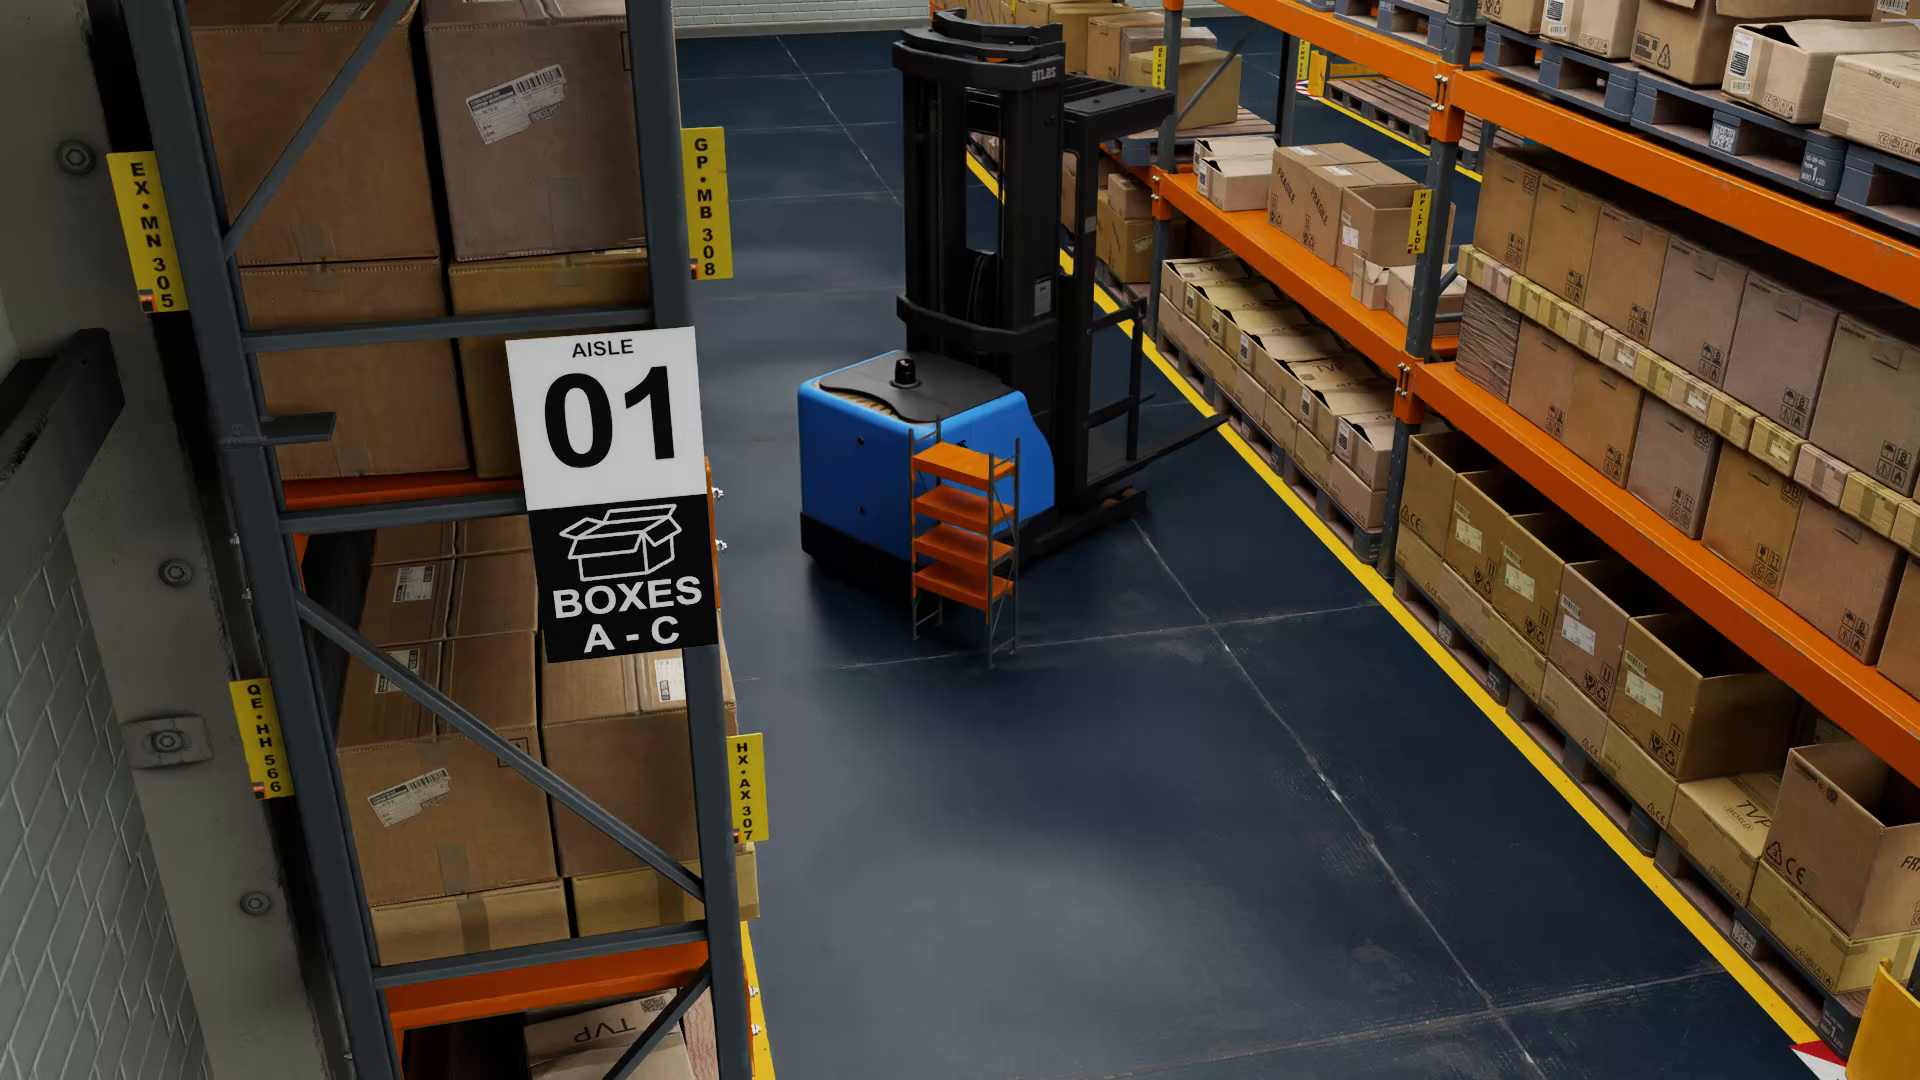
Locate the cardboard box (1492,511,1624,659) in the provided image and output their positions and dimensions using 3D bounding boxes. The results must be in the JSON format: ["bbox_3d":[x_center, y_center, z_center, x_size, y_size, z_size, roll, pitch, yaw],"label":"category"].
[{"bbox_3d":[2.878,0.192,7.793,0.500,0.500,0.500,-6,27,-12],"label":"cardboard box"}]

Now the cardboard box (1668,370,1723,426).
[{"bbox_3d":[3.131,-0.595,6.768,0.380,0.149,0.250,-6,27,-12],"label":"cardboard box"}]

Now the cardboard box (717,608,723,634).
[{"bbox_3d":[-0.987,0.339,5.062,0.500,0.500,0.500,-6,27,-11],"label":"cardboard box"}]

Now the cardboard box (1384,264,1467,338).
[{"bbox_3d":[2.700,-1.332,9.227,0.500,0.250,0.500,-4,27,-8],"label":"cardboard box"}]

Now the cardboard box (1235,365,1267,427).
[{"bbox_3d":[2.136,-0.970,10.929,0.500,0.250,0.500,-5,27,-11],"label":"cardboard box"}]

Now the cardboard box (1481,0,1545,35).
[{"bbox_3d":[2.710,-2.573,7.458,0.500,0.500,0.500,-4,27,-7],"label":"cardboard box"}]

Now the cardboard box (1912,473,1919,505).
[{"bbox_3d":[3.650,-0.285,5.434,0.700,0.500,0.500,-6,27,-11],"label":"cardboard box"}]

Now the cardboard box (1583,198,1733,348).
[{"bbox_3d":[3.187,-1.175,7.199,0.700,0.500,0.500,-6,27,-12],"label":"cardboard box"}]

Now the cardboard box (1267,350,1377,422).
[{"bbox_3d":[2.249,-0.993,10.352,0.500,0.311,0.500,-6,27,-12],"label":"cardboard box"}]

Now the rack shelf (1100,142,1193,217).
[{"bbox_3d":[1.501,-3.500,14.154,1.077,0.370,4.000,-6,27,-12],"label":"rack shelf"}]

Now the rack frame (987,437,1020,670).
[{"bbox_3d":[0.215,0.081,8.258,0.015,1.200,0.240,19,32,33],"label":"rack frame"}]

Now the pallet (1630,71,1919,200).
[{"bbox_3d":[3.342,-1.581,6.322,1.003,0.211,1.213,-6,27,-12],"label":"pallet"}]

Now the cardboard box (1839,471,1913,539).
[{"bbox_3d":[3.365,-0.141,5.869,0.380,0.149,0.250,-6,27,-12],"label":"cardboard box"}]

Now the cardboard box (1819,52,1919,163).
[{"bbox_3d":[3.238,-1.432,5.474,0.500,0.250,0.500,-6,27,-12],"label":"cardboard box"}]

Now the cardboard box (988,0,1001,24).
[{"bbox_3d":[0.570,-5.163,16.540,0.500,0.500,0.500,-5,27,-10],"label":"cardboard box"}]

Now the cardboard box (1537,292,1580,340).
[{"bbox_3d":[2.902,-1.046,7.662,0.380,0.149,0.250,-6,27,-12],"label":"cardboard box"}]

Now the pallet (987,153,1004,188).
[{"bbox_3d":[0.897,-3.756,16.957,1.003,0.211,1.213,-6,27,-12],"label":"pallet"}]

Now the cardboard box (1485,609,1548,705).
[{"bbox_3d":[2.878,0.527,7.962,0.500,0.250,0.500,-6,27,-12],"label":"cardboard box"}]

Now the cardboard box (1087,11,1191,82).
[{"bbox_3d":[1.509,-4.162,14.090,0.700,0.500,0.500,-13,30,-25],"label":"cardboard box"}]

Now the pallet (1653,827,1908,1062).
[{"bbox_3d":[3.542,1.482,6.579,1.003,0.211,1.213,-6,27,-12],"label":"pallet"}]

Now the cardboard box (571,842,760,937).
[{"bbox_3d":[-0.871,0.885,4.812,0.500,0.250,0.500,-7,28,-13],"label":"cardboard box"}]

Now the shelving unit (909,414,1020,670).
[{"bbox_3d":[0.020,0.015,8.389,0.503,1.200,0.258,19,32,33],"label":"shelving unit"}]

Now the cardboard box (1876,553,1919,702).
[{"bbox_3d":[3.662,0.318,5.680,0.700,0.500,0.500,-6,27,-12],"label":"cardboard box"}]

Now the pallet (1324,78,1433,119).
[{"bbox_3d":[5.124,-5.346,20.107,1.003,0.211,1.213,-6,27,-12],"label":"pallet"}]

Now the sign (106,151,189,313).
[{"bbox_3d":[-1.616,-0.613,3.325,0.100,0.325,0.005,-6,27,-12],"label":"sign"}]

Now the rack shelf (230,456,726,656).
[{"bbox_3d":[-1.521,-0.823,5.520,1.077,0.370,4.000,-6,27,-12],"label":"rack shelf"}]

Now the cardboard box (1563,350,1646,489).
[{"bbox_3d":[3.194,-0.586,7.472,0.700,0.500,0.500,-6,27,-11],"label":"cardboard box"}]

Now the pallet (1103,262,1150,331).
[{"bbox_3d":[1.821,-2.030,13.538,1.003,0.211,1.213,-6,27,-12],"label":"pallet"}]

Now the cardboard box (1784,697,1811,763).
[{"bbox_3d":[3.611,0.578,7.028,0.500,0.500,0.500,-6,27,-12],"label":"cardboard box"}]

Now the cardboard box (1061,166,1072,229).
[{"bbox_3d":[1.159,-3.089,14.828,0.500,0.500,0.500,-6,27,-11],"label":"cardboard box"}]

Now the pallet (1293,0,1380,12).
[{"bbox_3d":[2.447,-3.419,10.075,1.003,0.211,1.213,-5,27,-9],"label":"pallet"}]

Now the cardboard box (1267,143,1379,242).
[{"bbox_3d":[2.346,-2.253,10.774,0.500,0.500,0.500,-7,28,-14],"label":"cardboard box"}]

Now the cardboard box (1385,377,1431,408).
[{"bbox_3d":[2.895,-0.825,10.018,0.500,0.311,0.500,-6,27,-12],"label":"cardboard box"}]

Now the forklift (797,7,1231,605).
[{"bbox_3d":[0.480,-1.531,9.531,1.130,2.935,3.031,23,35,38],"label":"forklift"}]

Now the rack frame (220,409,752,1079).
[{"bbox_3d":[-1.071,1.073,4.294,1.000,3.000,0.127,-6,27,-12],"label":"rack frame"}]

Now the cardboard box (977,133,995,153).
[{"bbox_3d":[0.477,-4.246,17.329,0.500,0.311,0.500,-6,27,-12],"label":"cardboard box"}]

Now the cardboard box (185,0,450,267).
[{"bbox_3d":[-1.422,-0.928,3.689,0.500,0.500,0.500,-5,27,-9],"label":"cardboard box"}]

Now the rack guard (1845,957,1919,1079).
[{"bbox_3d":[3.760,1.695,5.837,1.175,0.500,0.348,-6,27,-12],"label":"rack guard"}]

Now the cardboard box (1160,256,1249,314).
[{"bbox_3d":[1.784,-1.894,12.136,0.500,0.311,0.500,-5,27,-10],"label":"cardboard box"}]

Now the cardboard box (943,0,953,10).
[{"bbox_3d":[0.114,-6.052,18.301,0.500,0.500,0.500,-6,27,-12],"label":"cardboard box"}]

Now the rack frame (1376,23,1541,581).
[{"bbox_3d":[2.853,-1.187,8.773,1.000,3.000,0.127,-6,27,-12],"label":"rack frame"}]

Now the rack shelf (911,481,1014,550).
[{"bbox_3d":[0.020,-0.125,8.318,0.480,0.148,0.258,19,32,33],"label":"rack shelf"}]

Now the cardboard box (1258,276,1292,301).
[{"bbox_3d":[2.433,-1.721,11.794,0.500,0.311,0.500,-6,27,-12],"label":"cardboard box"}]

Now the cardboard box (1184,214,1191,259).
[{"bbox_3d":[2.004,-2.482,13.624,0.500,0.500,0.500,-7,28,-13],"label":"cardboard box"}]

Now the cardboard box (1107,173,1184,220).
[{"bbox_3d":[1.496,-2.770,13.362,0.500,0.250,0.500,-5,27,-10],"label":"cardboard box"}]

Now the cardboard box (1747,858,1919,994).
[{"bbox_3d":[3.346,1.403,6.226,0.500,0.250,0.500,-6,27,-12],"label":"cardboard box"}]

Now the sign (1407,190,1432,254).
[{"bbox_3d":[2.327,-1.609,8.413,0.100,0.325,0.005,-6,27,-12],"label":"sign"}]
